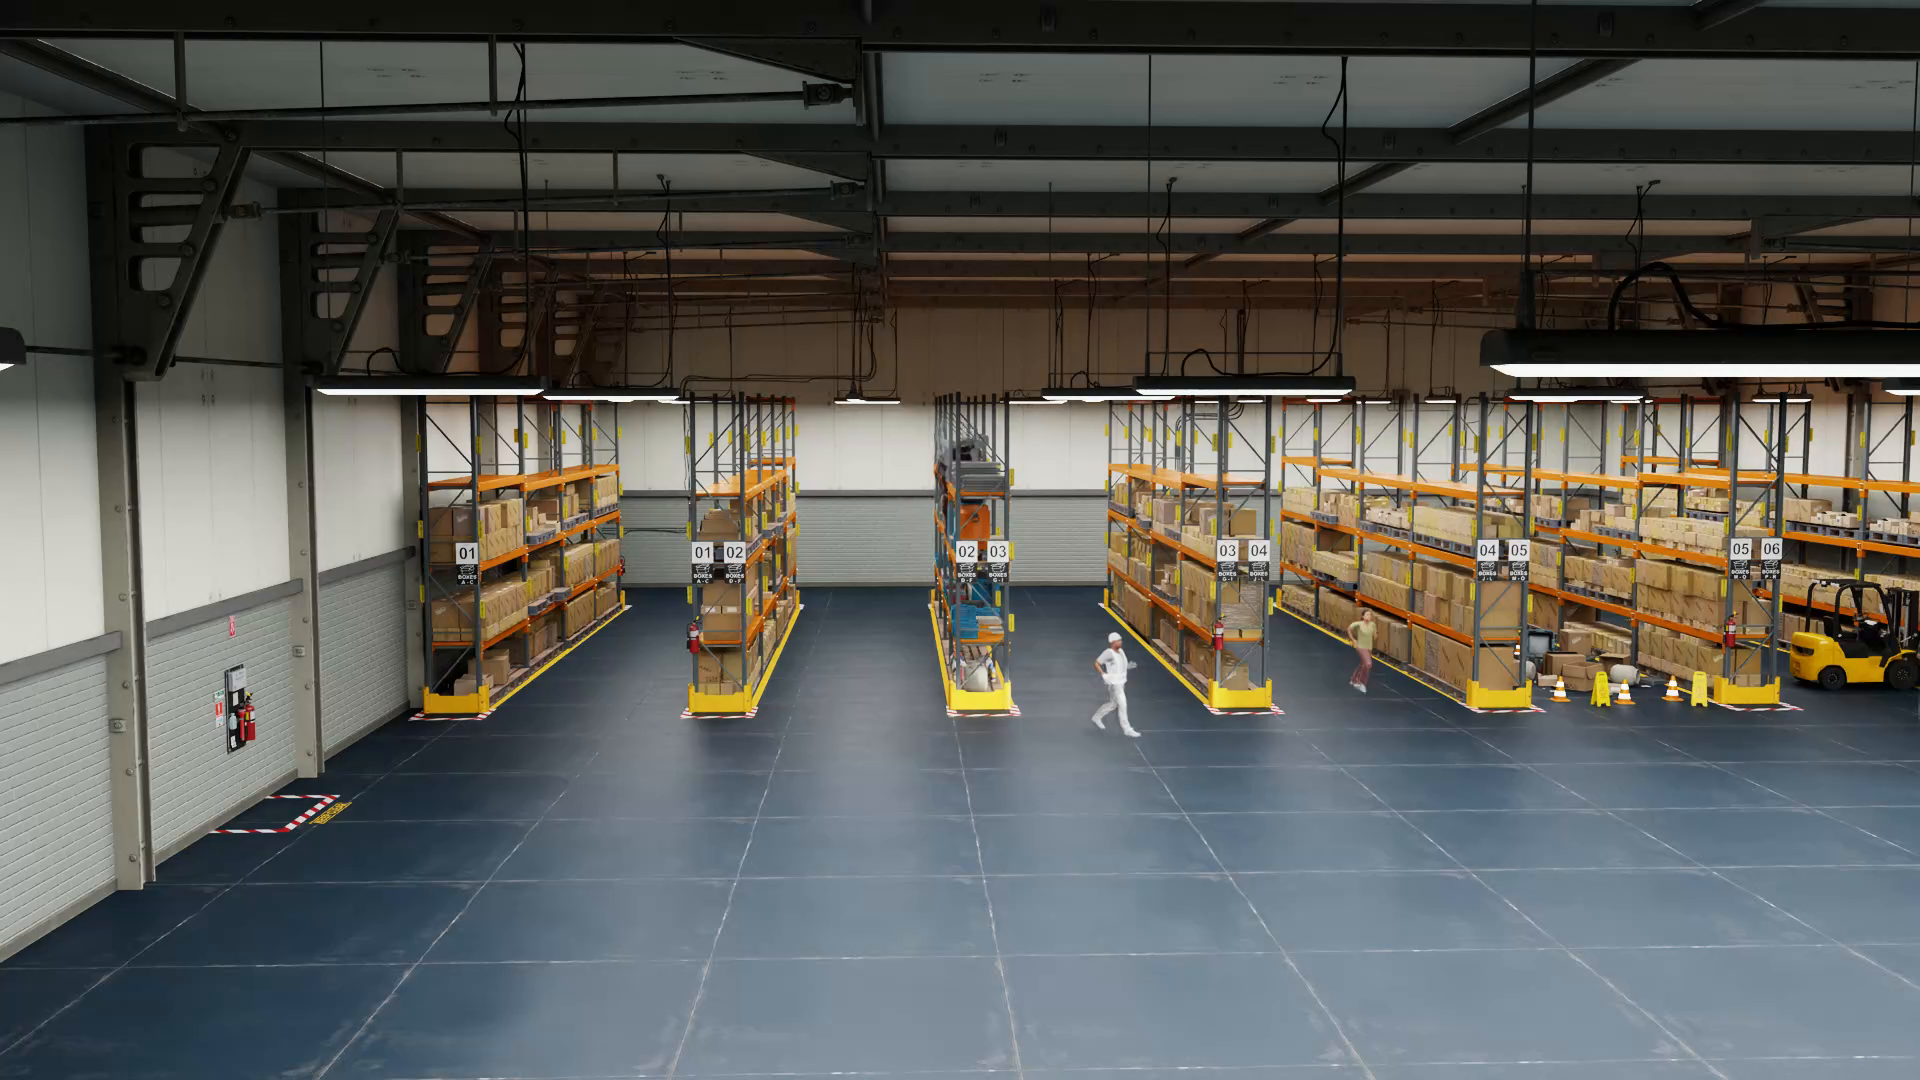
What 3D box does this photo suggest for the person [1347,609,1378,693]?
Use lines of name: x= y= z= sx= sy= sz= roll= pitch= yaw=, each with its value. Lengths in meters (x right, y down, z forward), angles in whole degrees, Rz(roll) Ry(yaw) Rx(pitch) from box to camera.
person: x=8.128 y=2.217 z=33.491 sx=0.561 sy=1.686 sz=0.751 roll=-2 pitch=5 yaw=-24

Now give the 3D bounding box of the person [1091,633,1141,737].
person: x=2.706 y=2.490 z=28.882 sx=1.001 sy=1.768 sz=0.685 roll=3 pitch=5 yaw=29

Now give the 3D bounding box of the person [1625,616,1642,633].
person: x=16.583 y=1.612 z=40.889 sx=0.595 sy=1.660 sz=0.584 roll=0 pitch=5 yaw=-3
